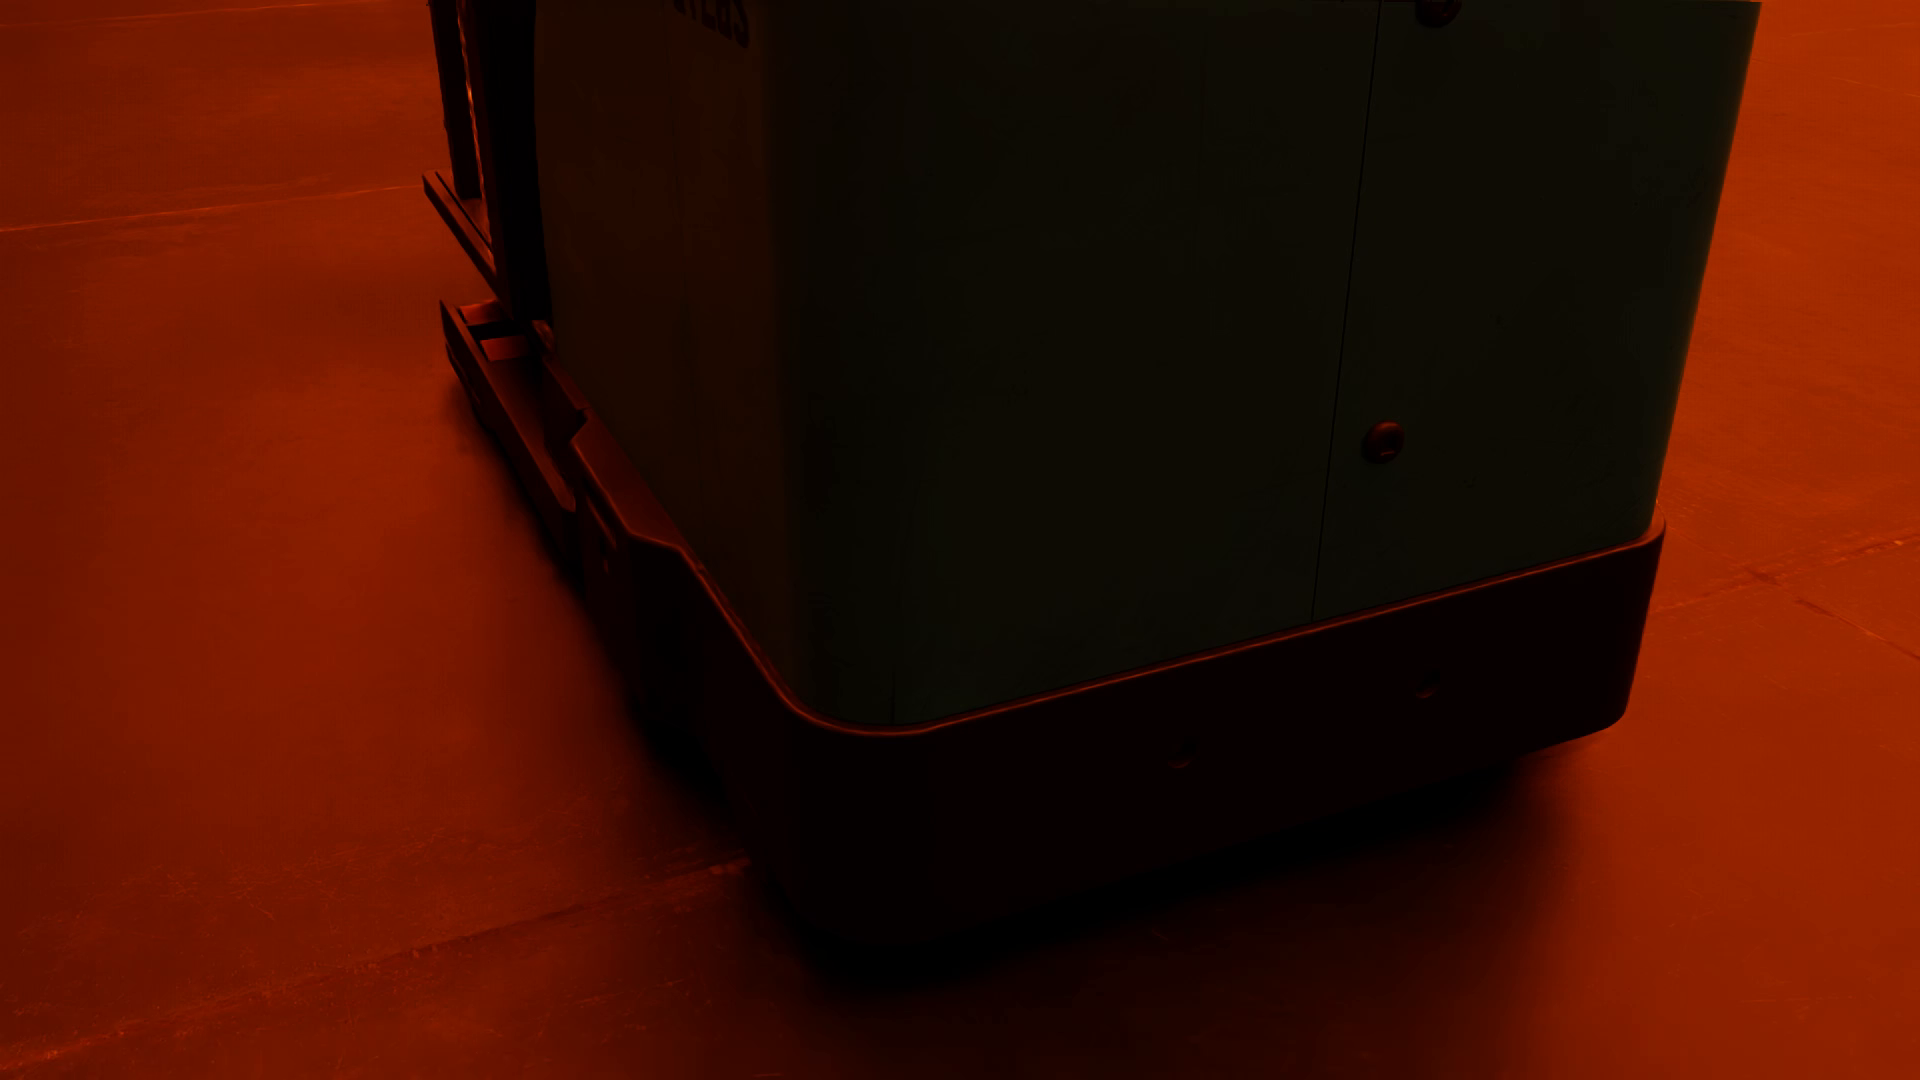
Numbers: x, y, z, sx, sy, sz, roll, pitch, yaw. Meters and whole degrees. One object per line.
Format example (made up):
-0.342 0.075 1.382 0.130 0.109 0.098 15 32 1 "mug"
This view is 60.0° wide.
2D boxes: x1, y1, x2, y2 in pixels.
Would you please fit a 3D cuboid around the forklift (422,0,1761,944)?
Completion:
-0.287 -1.564 2.338 1.130 2.935 3.031 -12 30 -22 "forklift"
